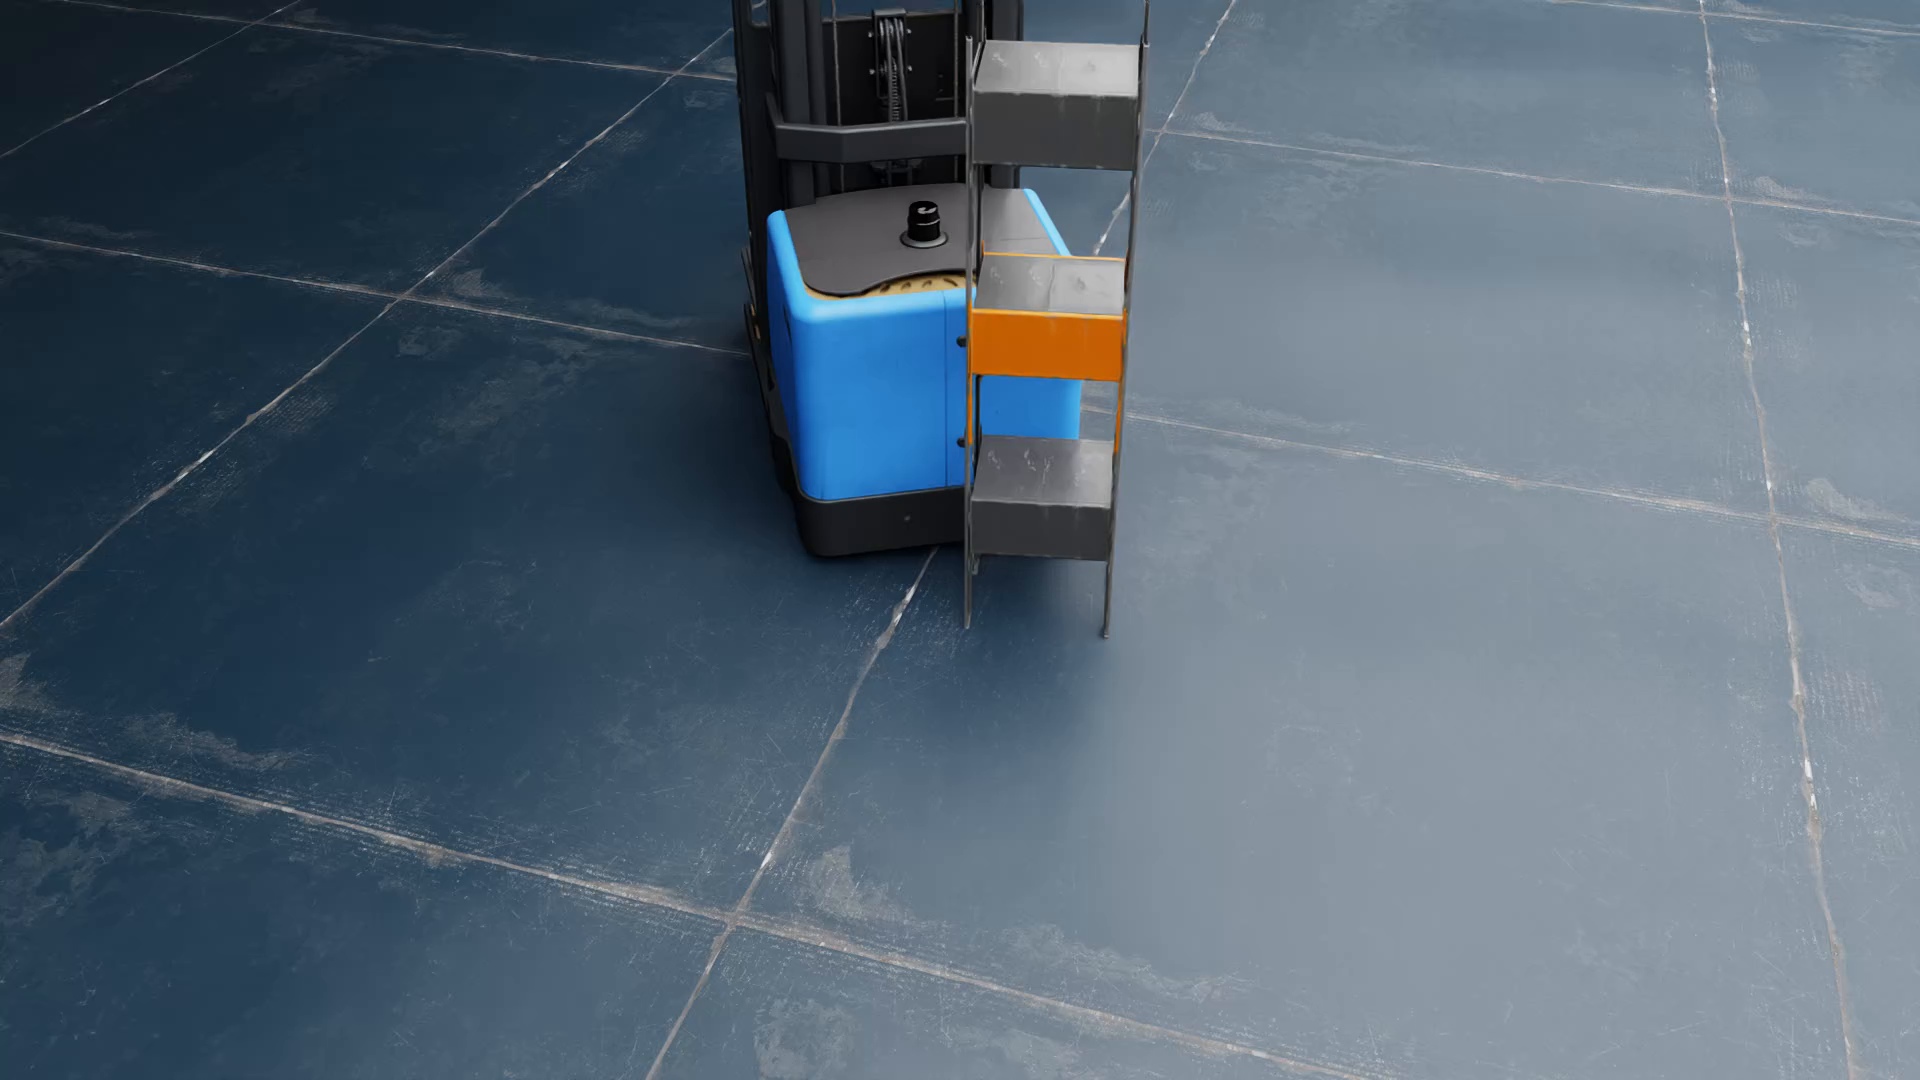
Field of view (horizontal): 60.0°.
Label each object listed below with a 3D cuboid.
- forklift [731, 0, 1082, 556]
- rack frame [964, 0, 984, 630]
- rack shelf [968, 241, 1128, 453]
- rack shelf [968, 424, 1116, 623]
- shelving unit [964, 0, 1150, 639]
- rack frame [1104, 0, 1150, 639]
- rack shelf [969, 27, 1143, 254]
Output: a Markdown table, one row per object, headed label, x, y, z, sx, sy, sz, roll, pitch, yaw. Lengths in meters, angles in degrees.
| label | x | y | z | sx | sy | sz | roll | pitch | yaw |
| --- | --- | --- | --- | --- | --- | --- | --- | --- | --- |
| forklift | -0.352 | -1.993 | 6.485 | 1.130 | 2.935 | 3.031 | -7 | 37 | -9 |
| rack frame | 0.043 | -0.648 | 5.359 | 0.015 | 2.100 | 0.400 | 3 | 36 | 5 |
| rack shelf | 0.286 | -0.622 | 5.347 | 0.480 | 0.518 | 0.431 | 3 | 36 | 5 |
| rack shelf | 0.286 | -0.059 | 5.762 | 0.480 | 0.518 | 0.431 | 3 | 36 | 5 |
| shelving unit | 0.286 | -0.633 | 5.339 | 0.503 | 2.100 | 0.431 | 3 | 36 | 5 |
| rack frame | 0.529 | -0.619 | 5.320 | 0.015 | 2.100 | 0.400 | 3 | 36 | 5 |
| rack shelf | 0.286 | -1.186 | 4.932 | 0.480 | 0.518 | 0.431 | 3 | 36 | 5 |
